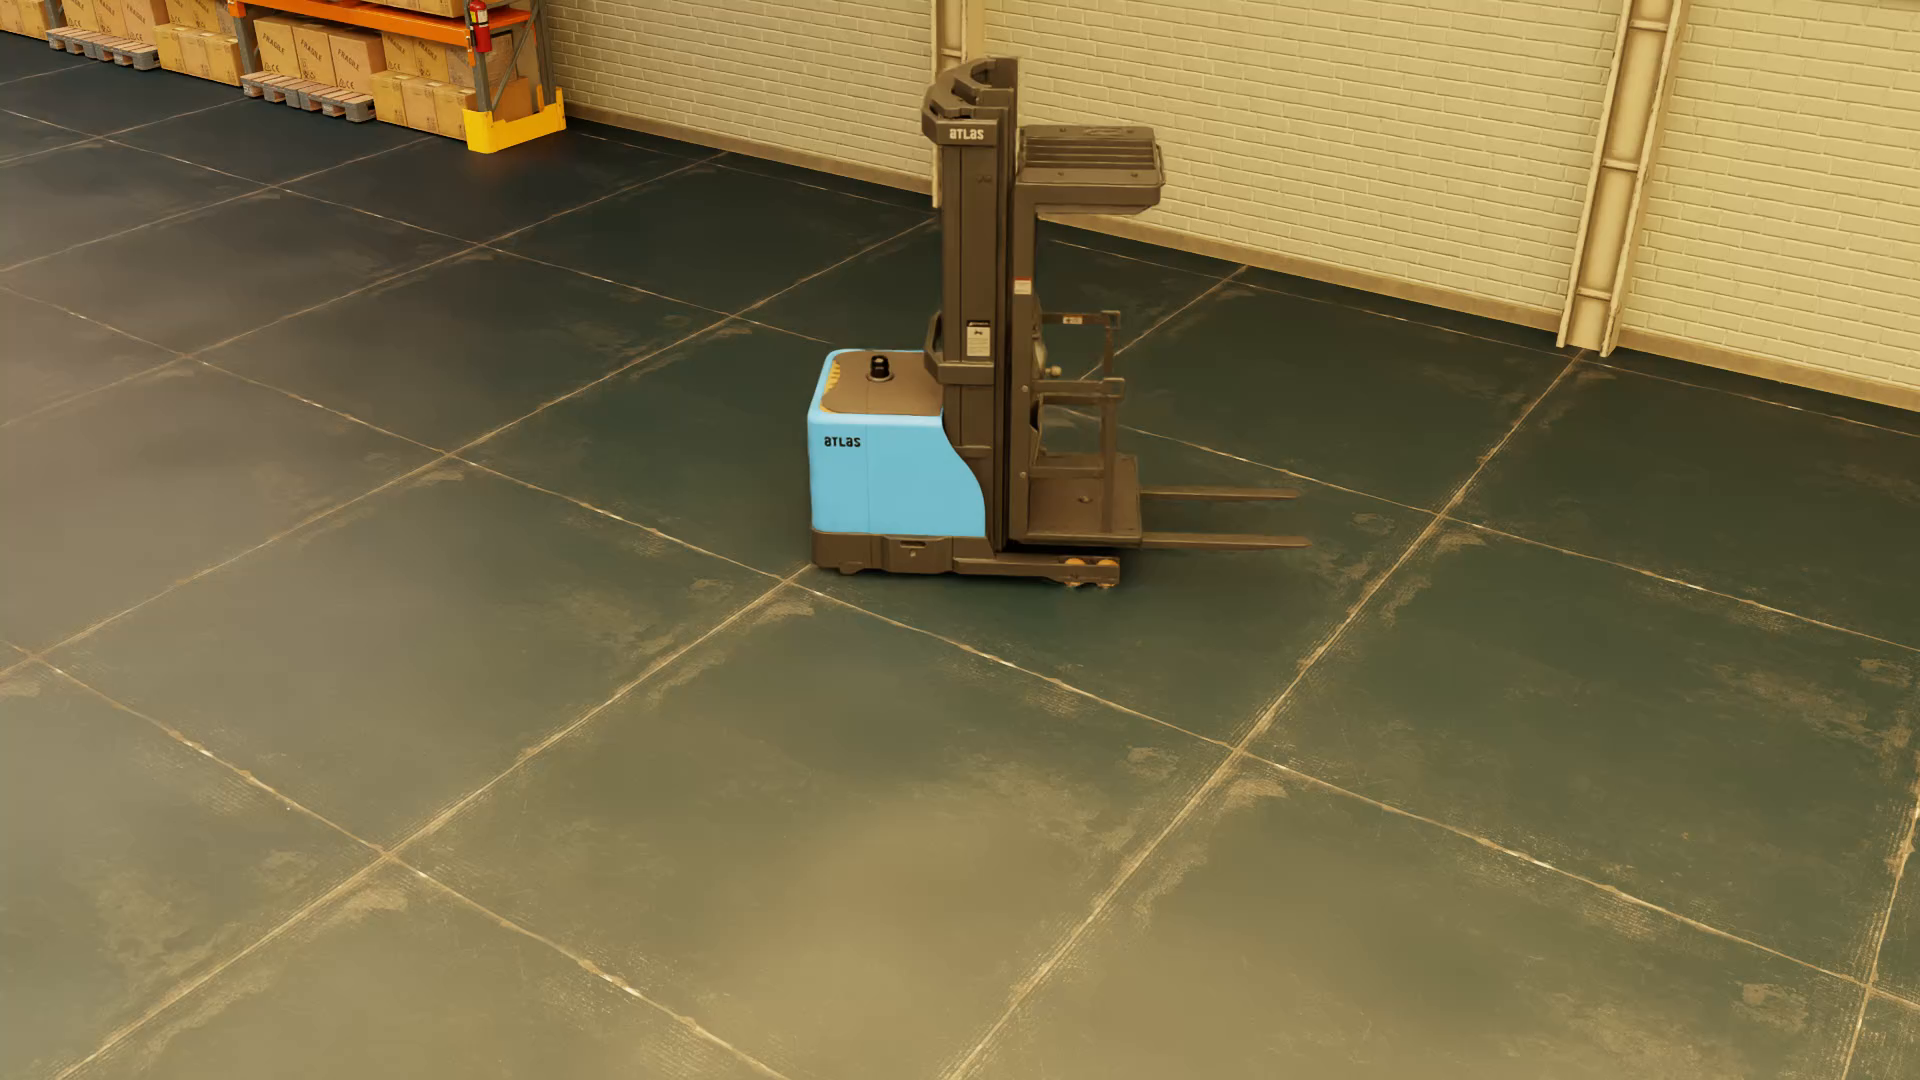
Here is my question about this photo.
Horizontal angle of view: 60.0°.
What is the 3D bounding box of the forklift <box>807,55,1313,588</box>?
[{"bbox_3d":[0.631,-1.258,9.748,3.031,2.935,1.130,2,30,3],"label":"forklift"}]
